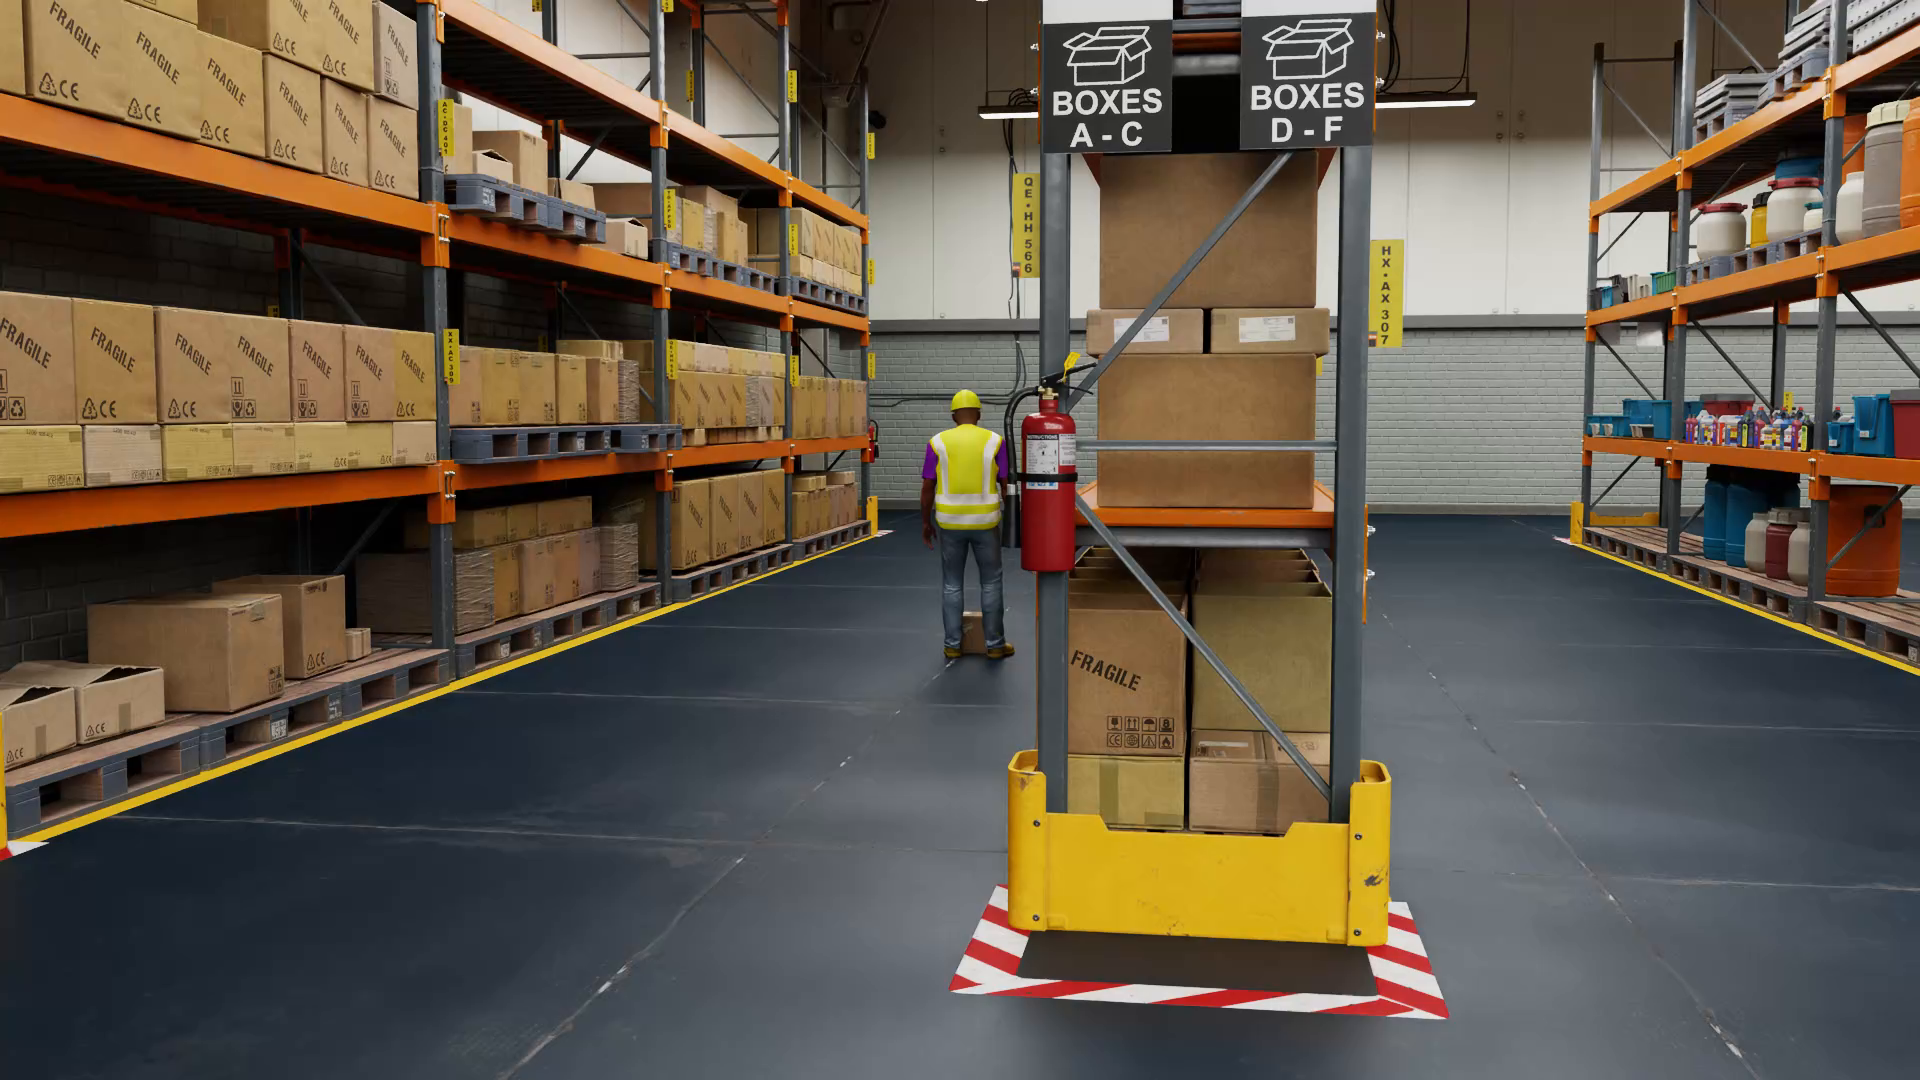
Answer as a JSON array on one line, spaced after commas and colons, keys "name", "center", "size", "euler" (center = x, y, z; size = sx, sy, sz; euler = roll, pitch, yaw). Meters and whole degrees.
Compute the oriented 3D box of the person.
[{"name": "person", "center": [0.060, -0.109, 10.951], "size": [0.632, 1.759, 0.462], "euler": [0, 4, 5]}]
